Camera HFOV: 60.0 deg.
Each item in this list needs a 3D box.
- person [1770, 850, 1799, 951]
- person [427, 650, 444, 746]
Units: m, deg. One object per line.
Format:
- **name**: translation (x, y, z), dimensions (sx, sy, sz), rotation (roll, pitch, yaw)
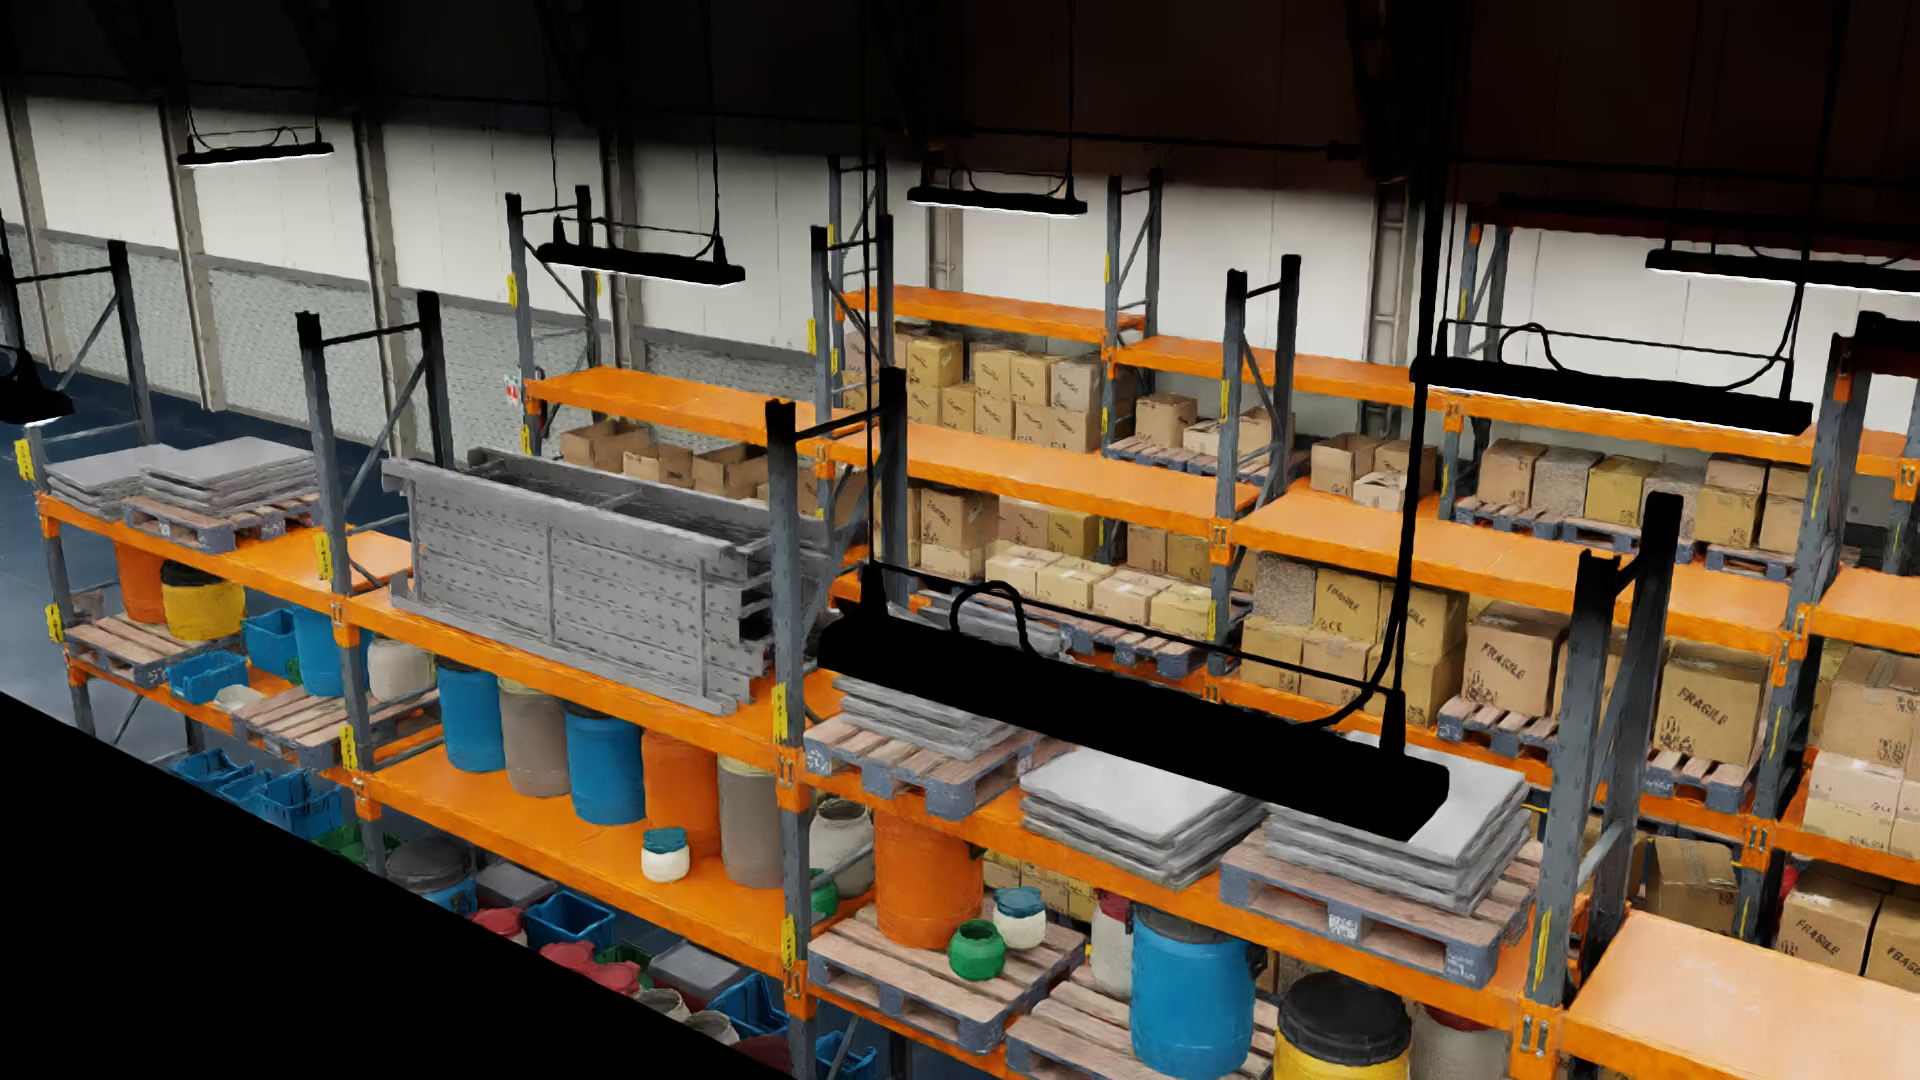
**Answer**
- **person**: translation (6.406, 3.129, 13.121), dimensions (1.126, 1.645, 0.542), rotation (14, 23, 36)
- **person**: translation (-5.833, 1.546, 17.947), dimensions (1.010, 1.612, 0.458), rotation (13, 22, 33)
